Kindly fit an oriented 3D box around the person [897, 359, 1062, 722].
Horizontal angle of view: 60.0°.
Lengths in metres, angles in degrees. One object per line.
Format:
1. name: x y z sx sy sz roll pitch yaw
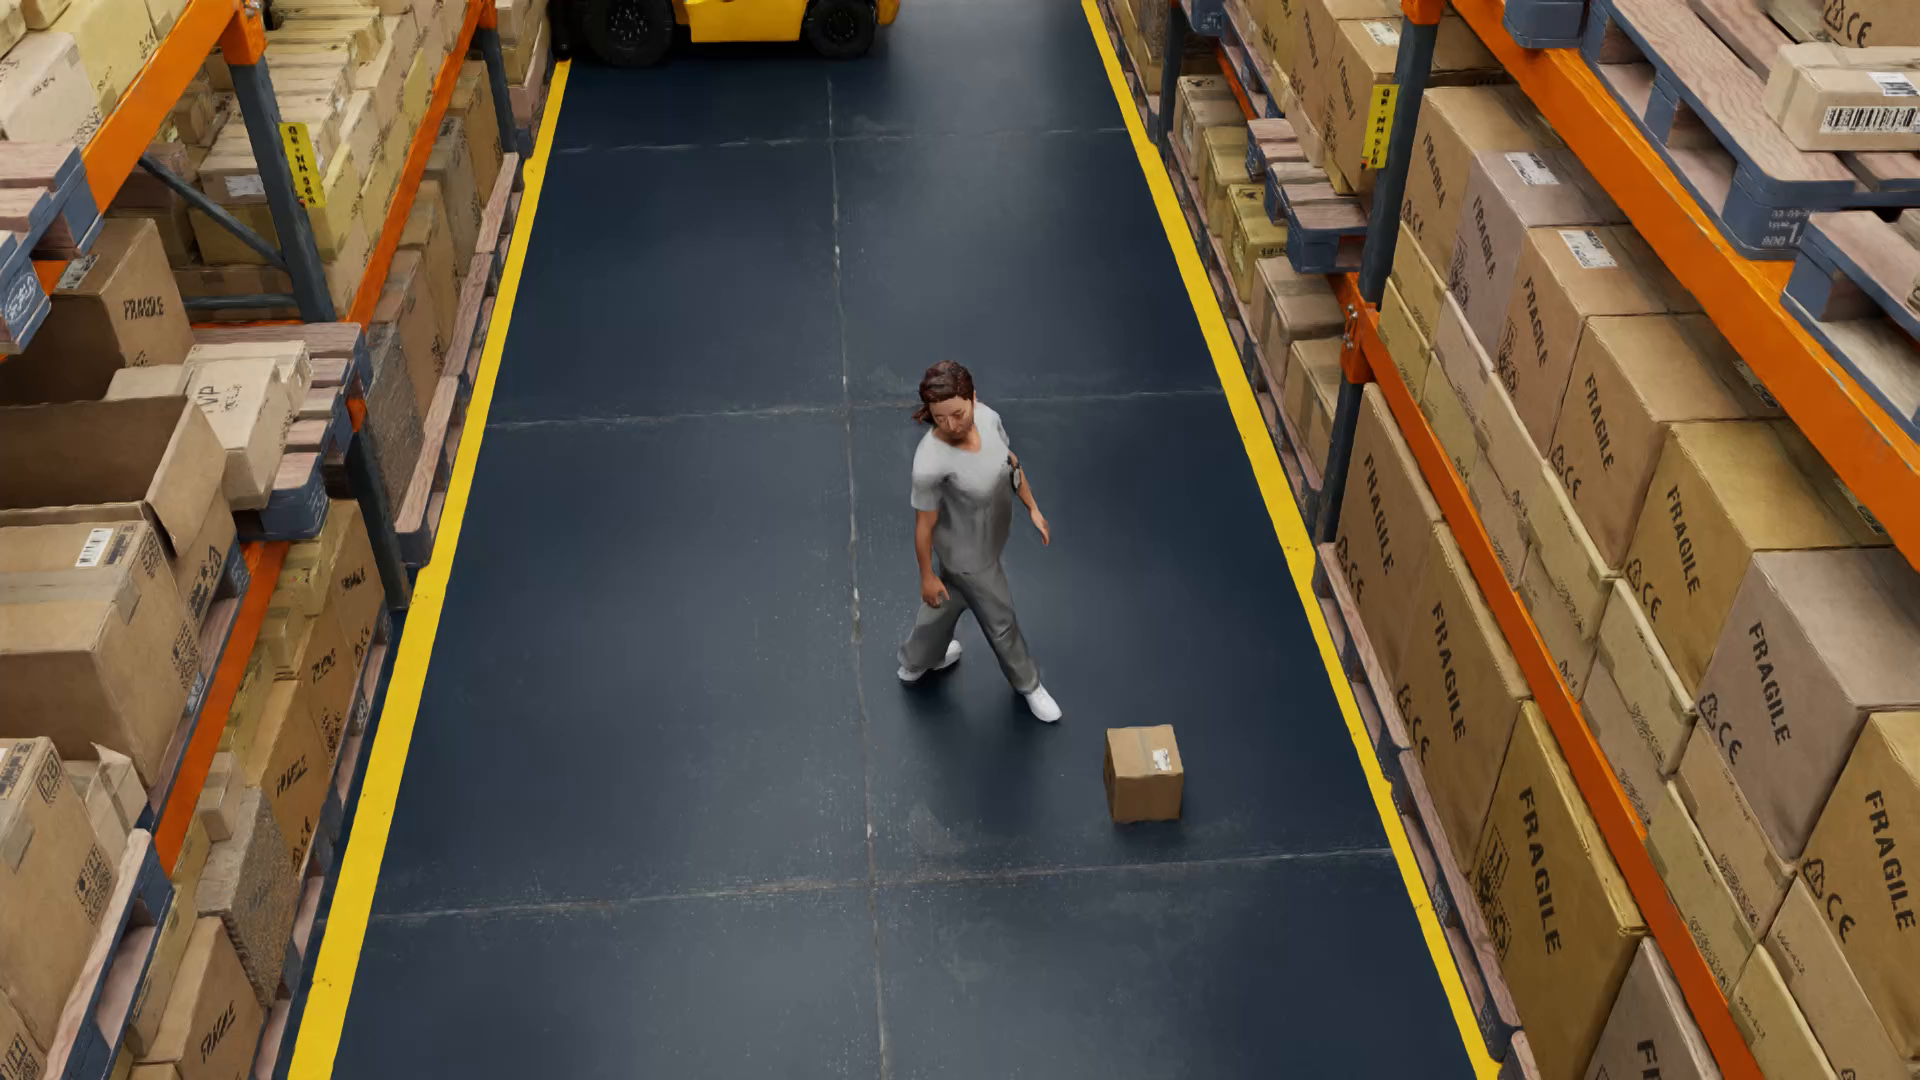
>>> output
1. person: 0.066 0.017 6.150 0.699 1.638 0.494 14 41 17
